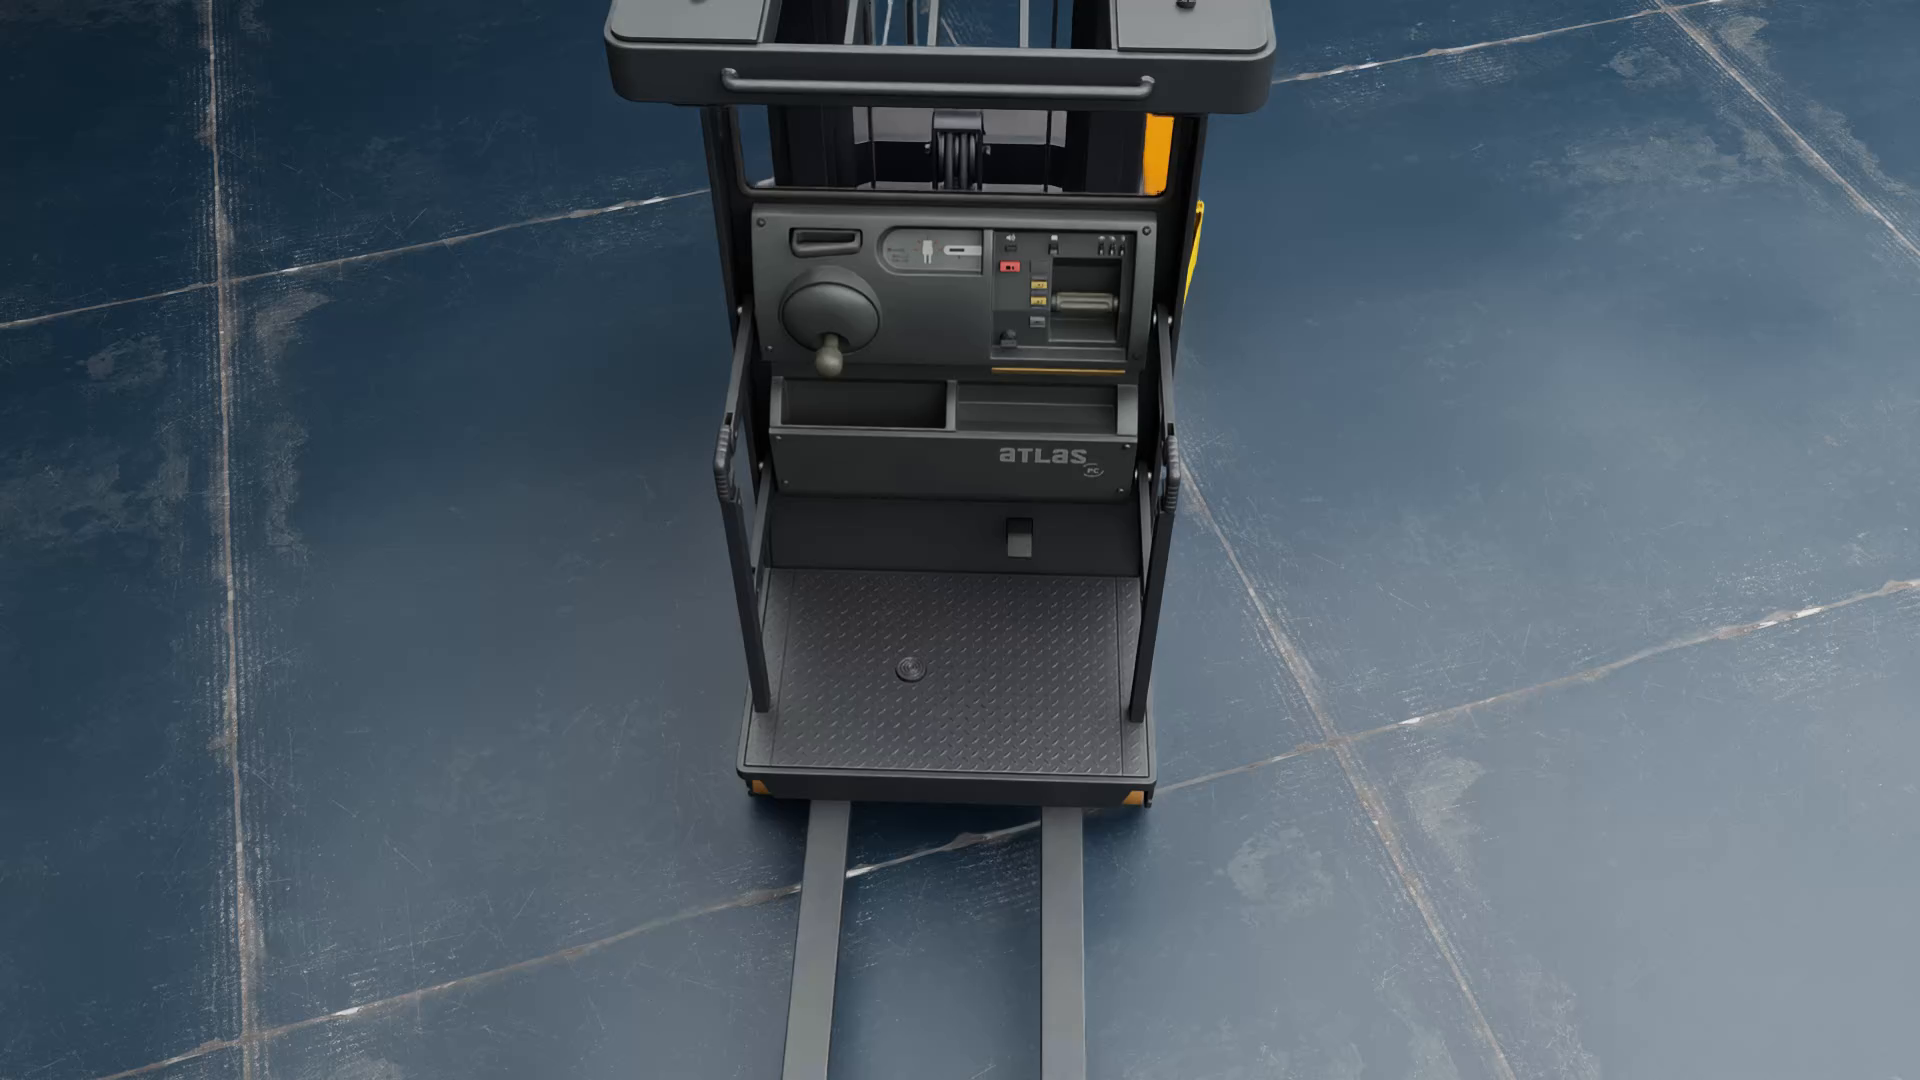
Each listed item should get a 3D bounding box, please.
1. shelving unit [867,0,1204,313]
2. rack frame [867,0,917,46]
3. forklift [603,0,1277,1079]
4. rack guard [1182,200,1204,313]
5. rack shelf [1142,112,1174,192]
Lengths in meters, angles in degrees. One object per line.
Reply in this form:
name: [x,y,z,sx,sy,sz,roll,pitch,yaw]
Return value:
shelving unit: [0.280,-1.418,5.464,1.083,1.500,0.587,11,51,9]
rack frame: [-0.222,-1.515,5.546,0.032,1.500,0.500,11,51,9]
forklift: [-0.021,-0.468,3.727,1.130,2.935,3.031,1,50,1]
rack guard: [0.763,-0.921,5.863,0.087,0.250,0.587,11,51,9]
rack shelf: [0.271,-1.303,5.603,1.000,0.185,0.538,11,51,9]
